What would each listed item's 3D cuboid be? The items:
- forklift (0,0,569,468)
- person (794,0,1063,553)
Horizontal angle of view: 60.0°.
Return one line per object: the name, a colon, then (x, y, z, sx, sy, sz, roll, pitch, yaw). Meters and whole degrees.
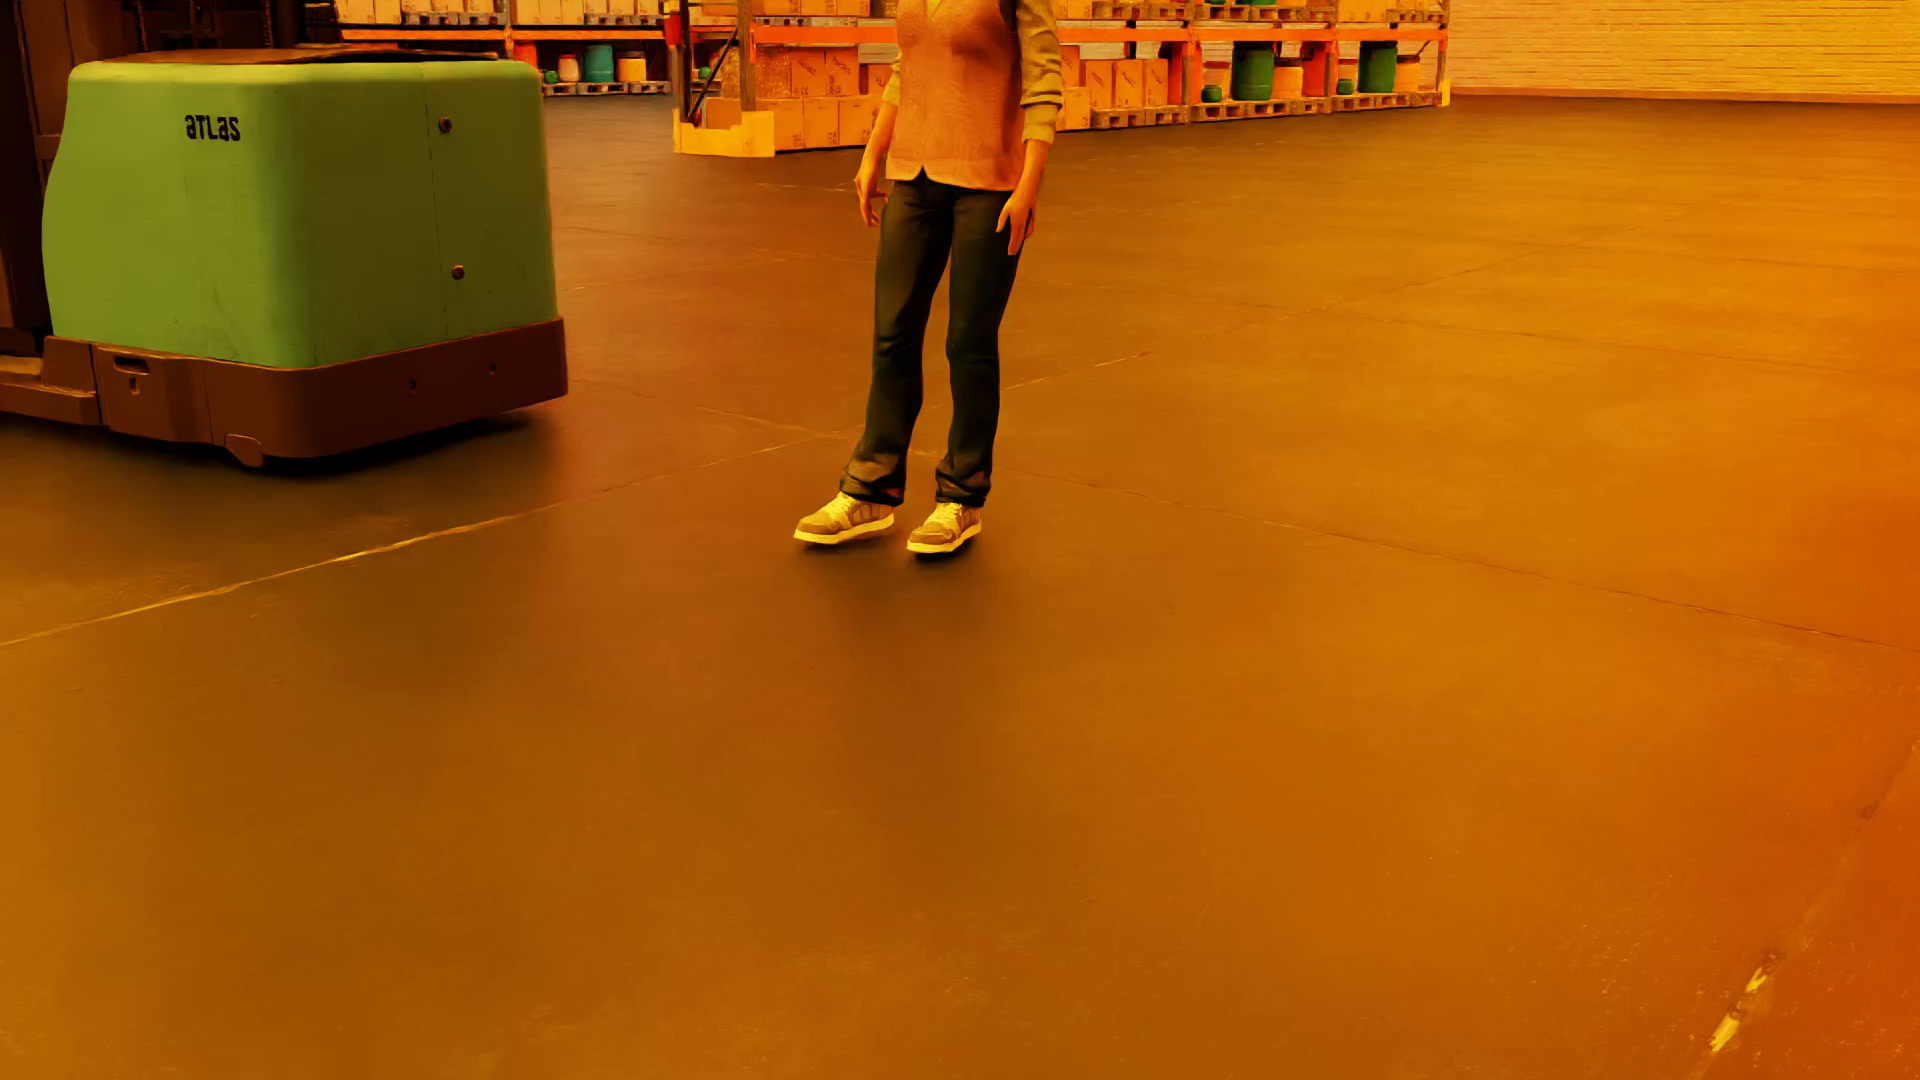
forklift: (-2.760, -1.889, 5.119, 3.031, 2.935, 1.130, 10, 19, 29)
person: (-0.059, -0.757, 3.661, 0.520, 1.599, 0.473, 13, 21, 37)
